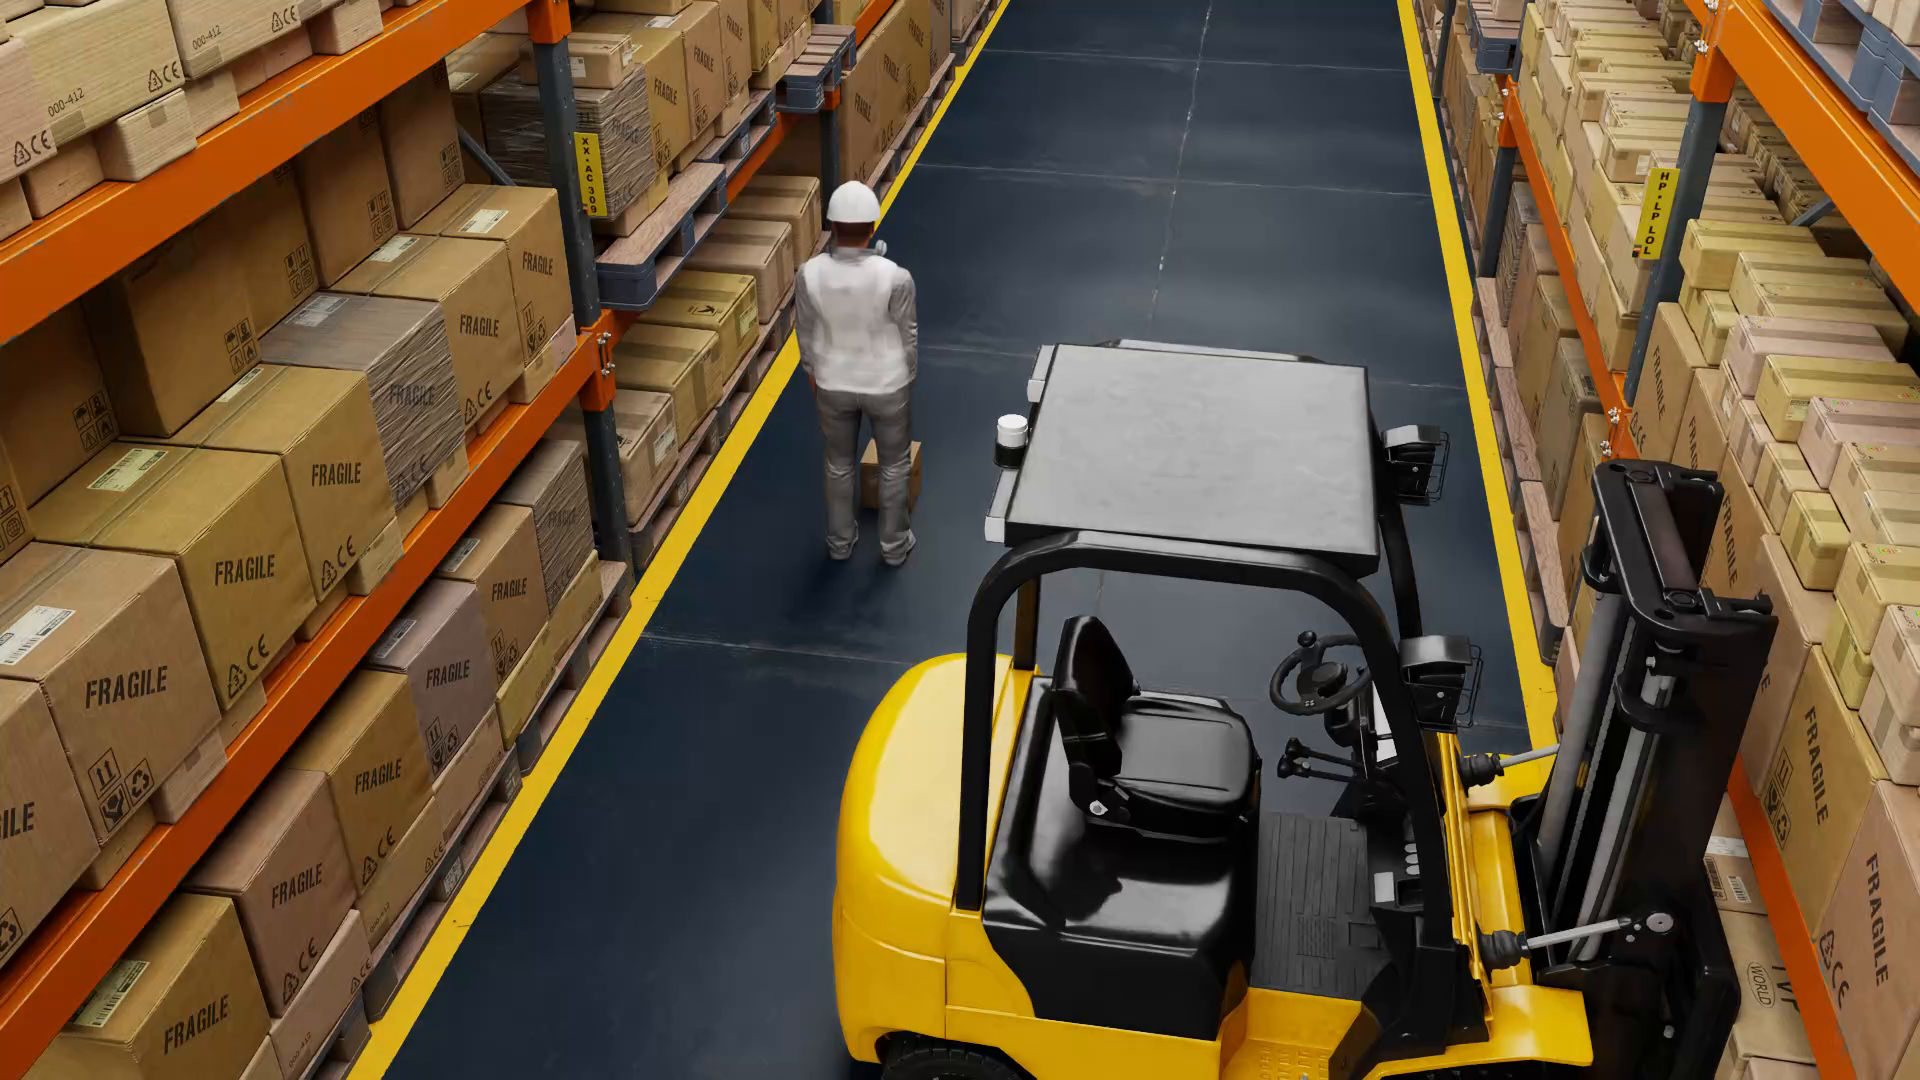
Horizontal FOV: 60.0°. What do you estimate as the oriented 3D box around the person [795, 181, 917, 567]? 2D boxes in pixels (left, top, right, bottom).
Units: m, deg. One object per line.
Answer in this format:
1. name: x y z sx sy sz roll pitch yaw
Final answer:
1. person: -0.440 -0.701 7.240 0.535 1.763 0.363 5 33 9
